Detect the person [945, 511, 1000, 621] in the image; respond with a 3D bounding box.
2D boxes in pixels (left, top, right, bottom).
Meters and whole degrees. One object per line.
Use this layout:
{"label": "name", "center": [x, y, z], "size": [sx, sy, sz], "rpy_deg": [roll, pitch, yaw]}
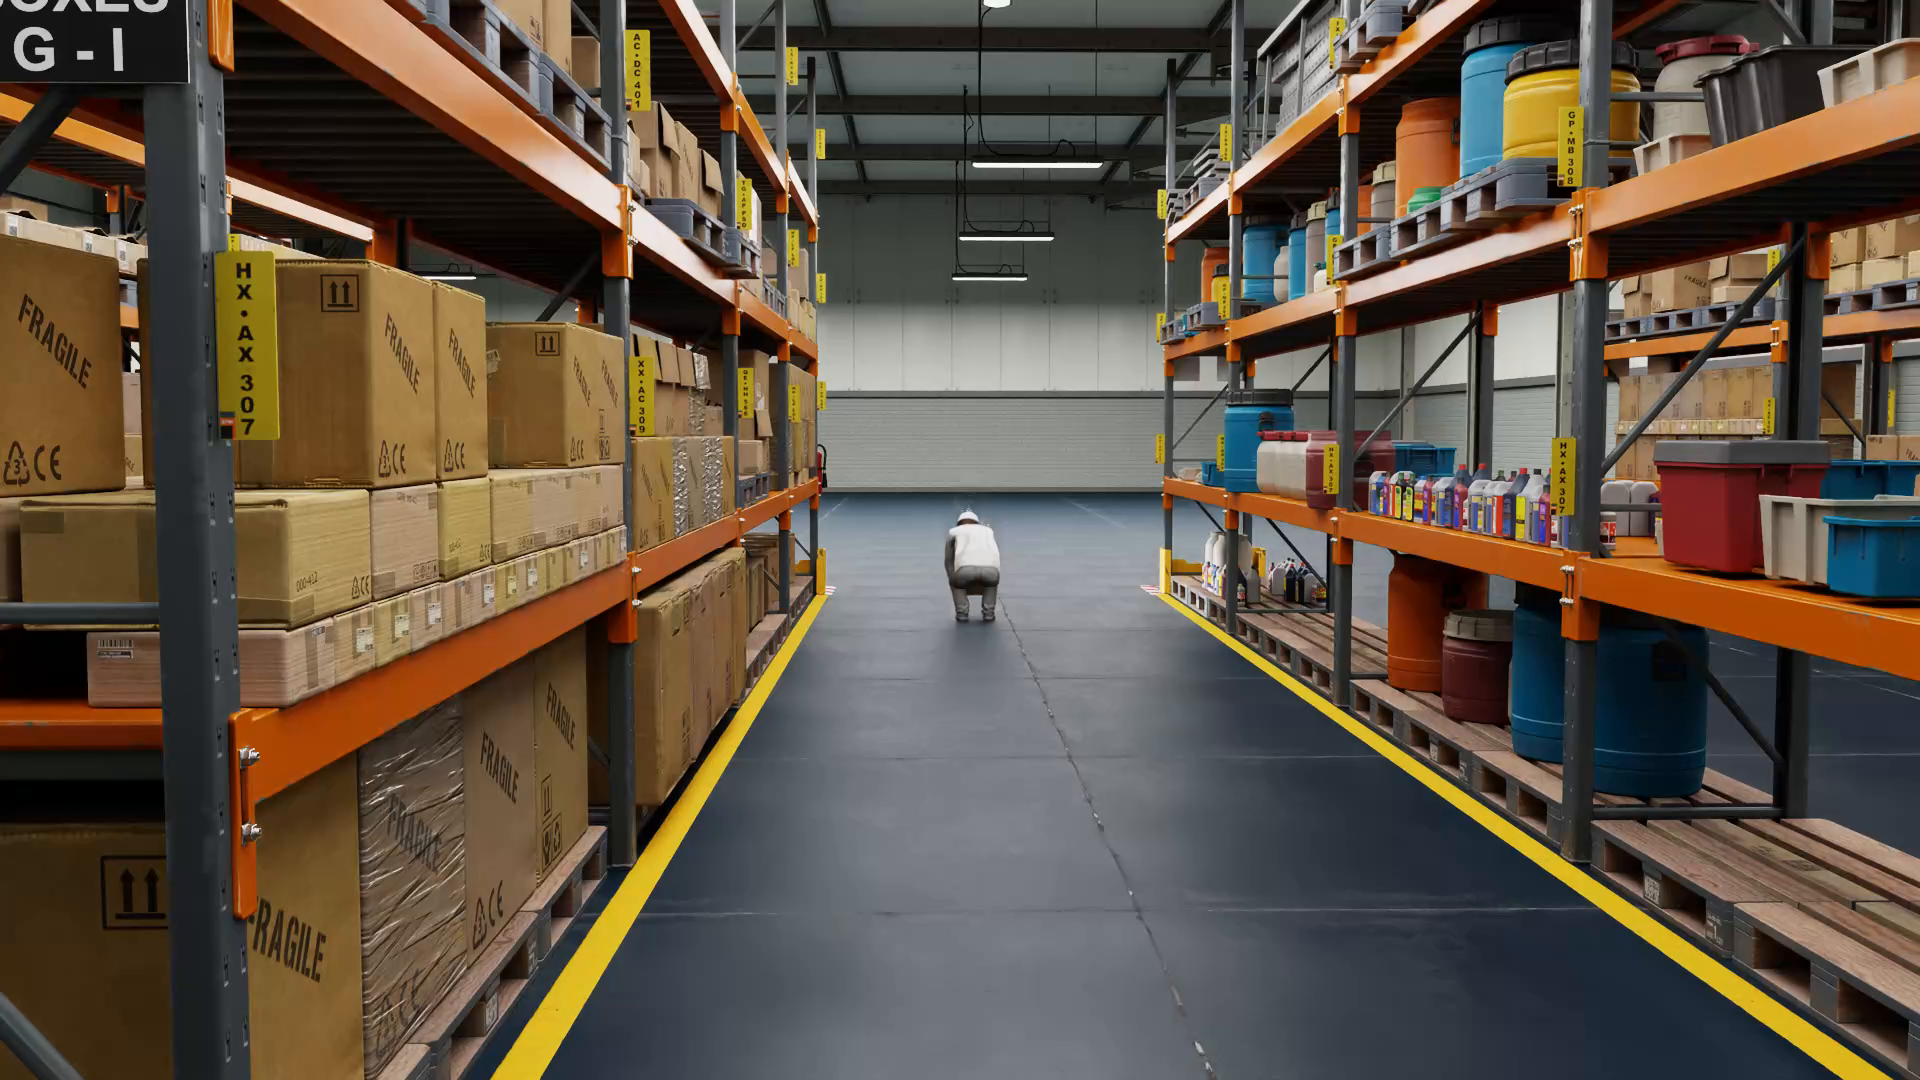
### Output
{"label": "person", "center": [0.121, 0.253, 16.342], "size": [0.536, 1.039, 0.871], "rpy_deg": [0, 4, -2]}
